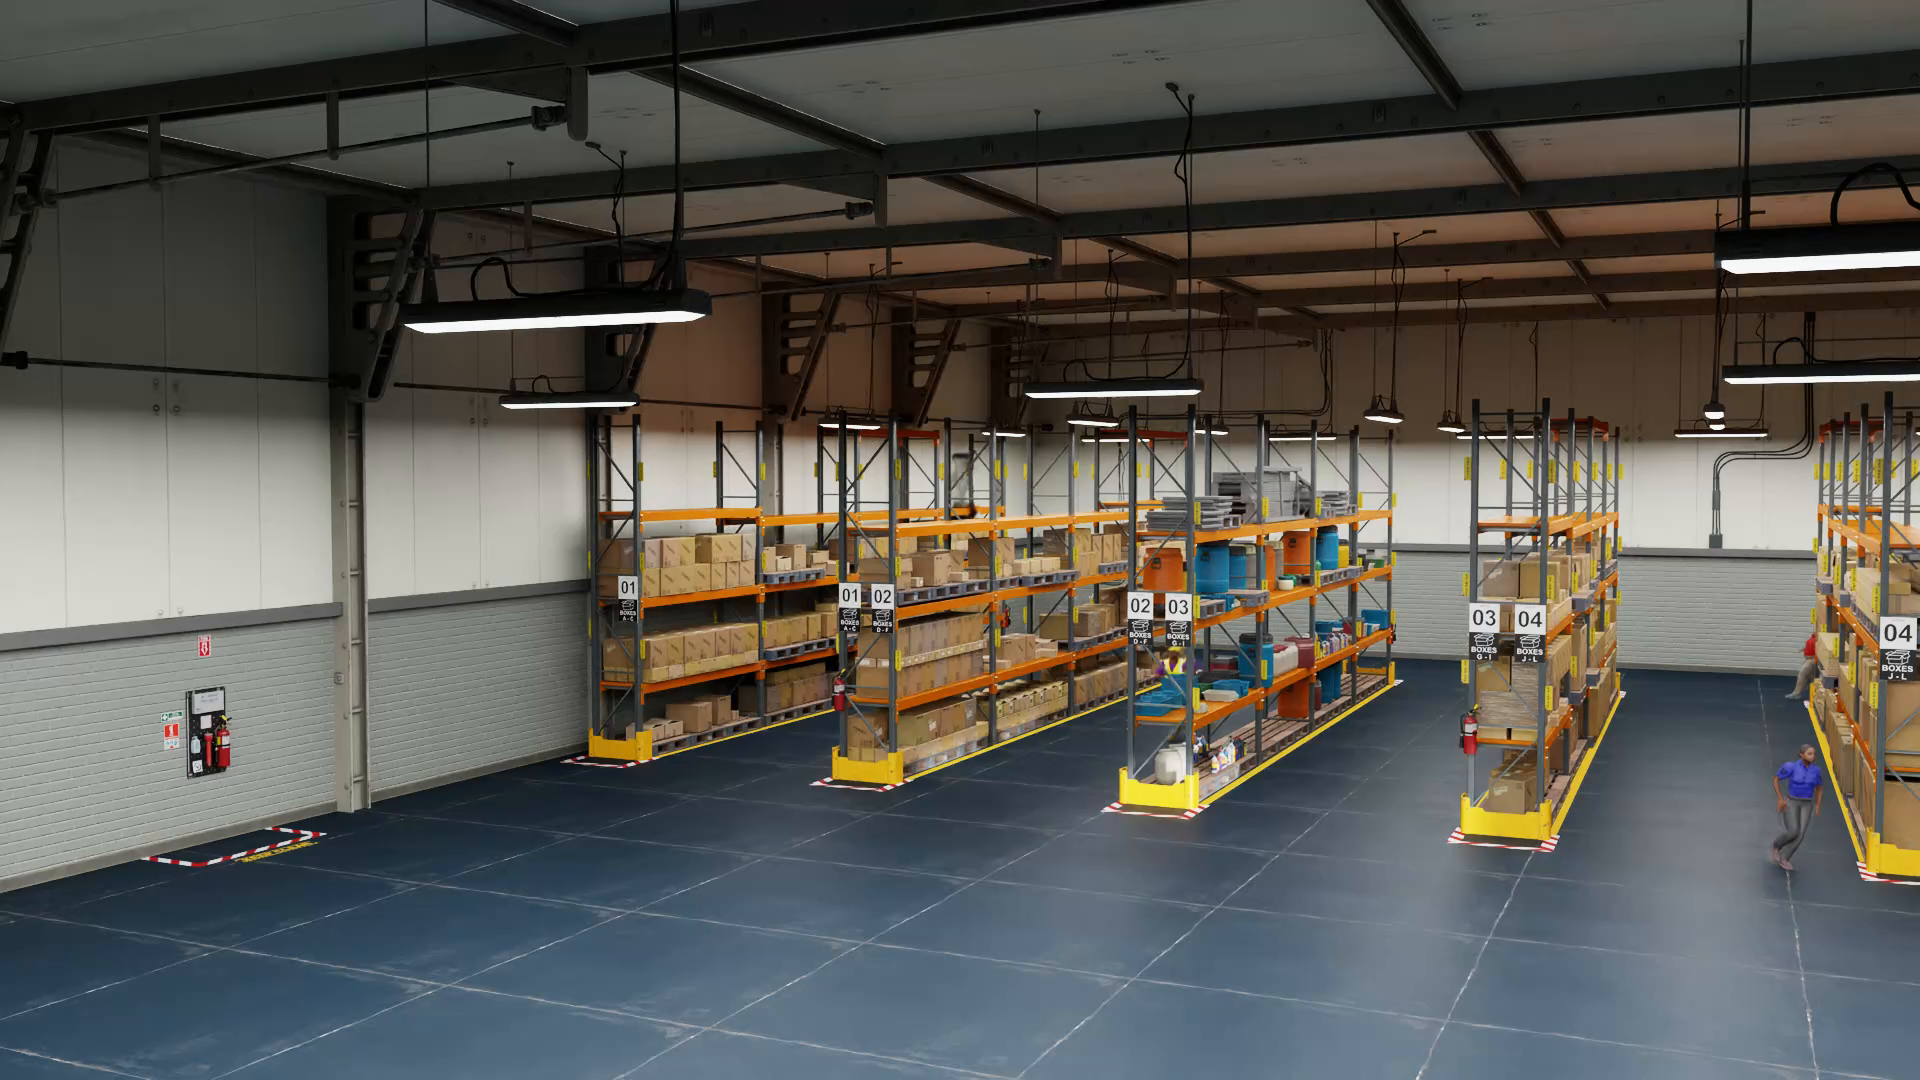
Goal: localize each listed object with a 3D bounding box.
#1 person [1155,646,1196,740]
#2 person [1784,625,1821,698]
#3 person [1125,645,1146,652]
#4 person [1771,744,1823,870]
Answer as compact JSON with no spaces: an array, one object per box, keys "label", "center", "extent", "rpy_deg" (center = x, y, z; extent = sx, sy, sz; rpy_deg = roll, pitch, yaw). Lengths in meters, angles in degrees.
[{"label":"person","center":[3.965,2.803,30.875],"extent":[0.706,1.741,1.025],"rpy_deg":[1,3,26]},{"label":"person","center":[18.535,2.646,36.275],"extent":[0.956,1.669,0.707],"rpy_deg":[1,3,26]},{"label":"person","center":[4.557,2.377,42.743],"extent":[0.808,1.767,0.655],"rpy_deg":[2,3,34]},{"label":"person","center":[10.561,3.351,20.933],"extent":[0.574,1.594,0.497],"rpy_deg":[0,2,2]}]
